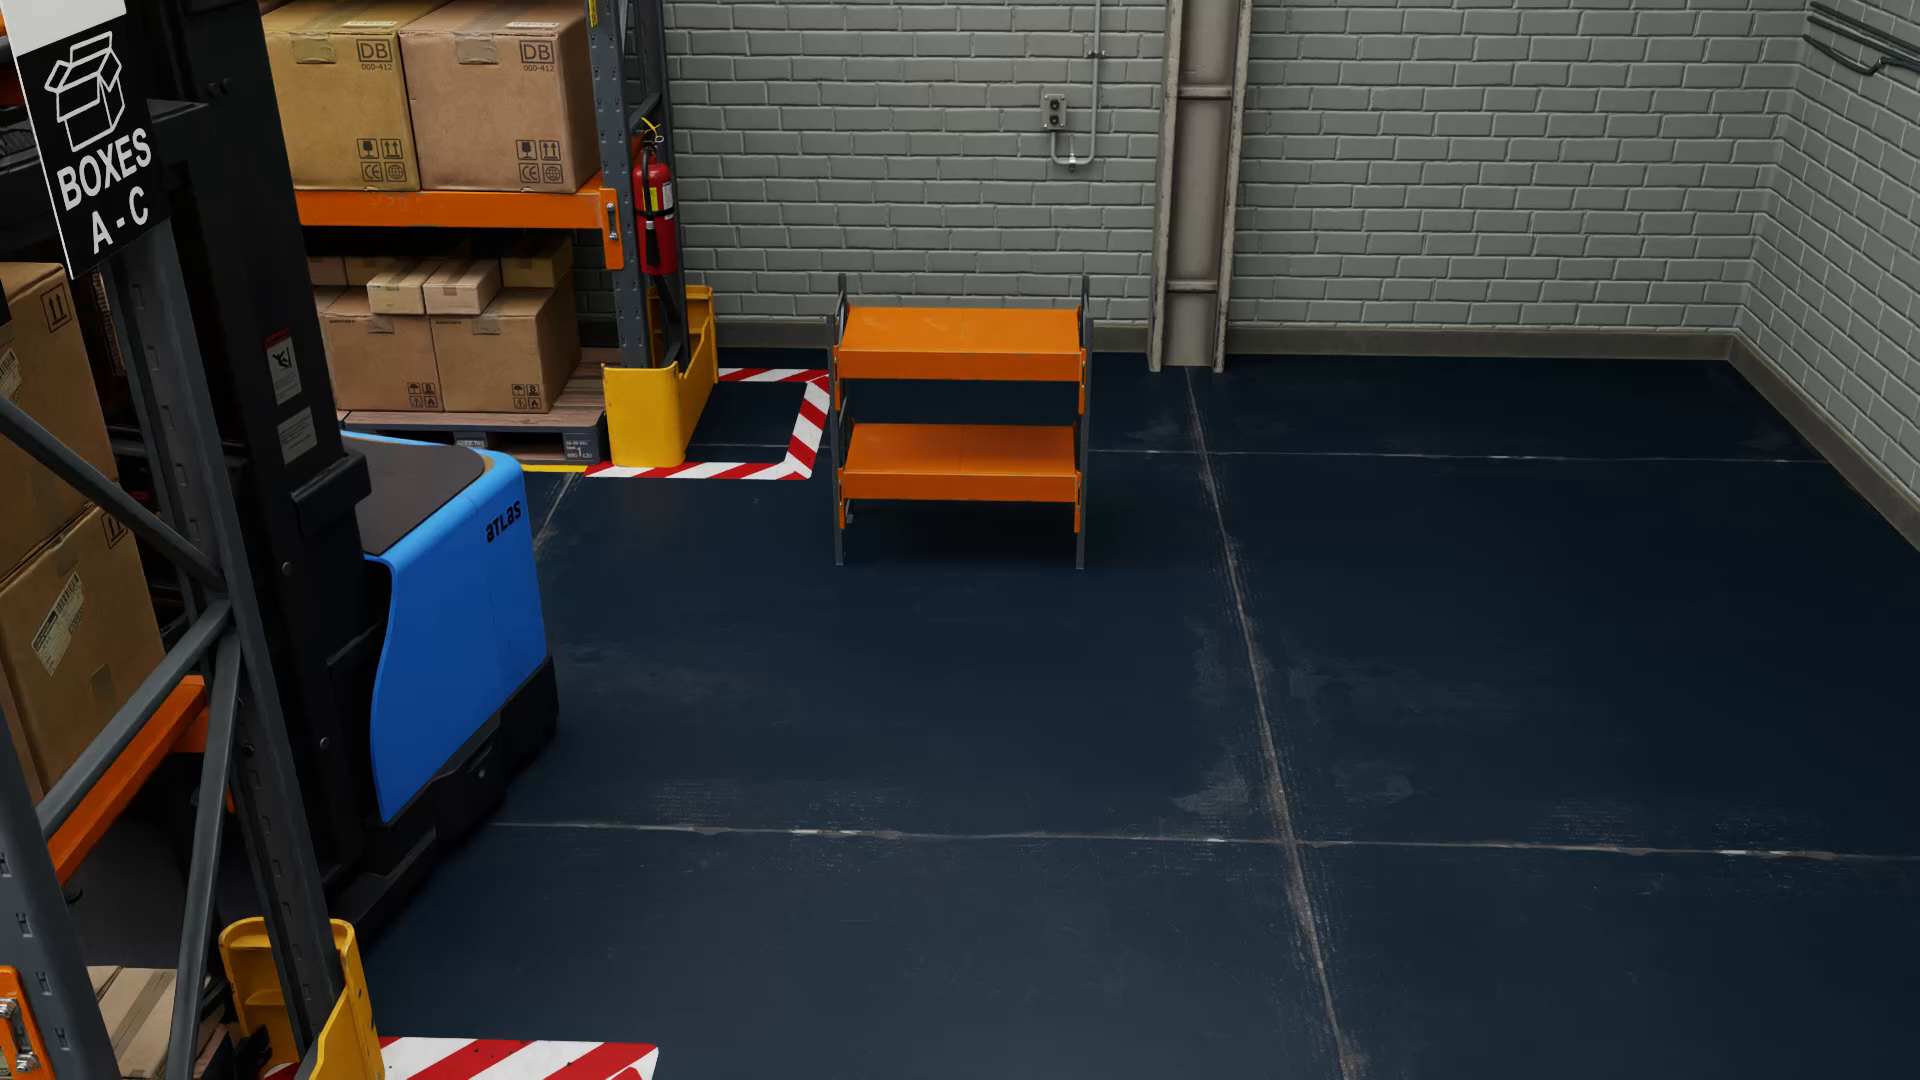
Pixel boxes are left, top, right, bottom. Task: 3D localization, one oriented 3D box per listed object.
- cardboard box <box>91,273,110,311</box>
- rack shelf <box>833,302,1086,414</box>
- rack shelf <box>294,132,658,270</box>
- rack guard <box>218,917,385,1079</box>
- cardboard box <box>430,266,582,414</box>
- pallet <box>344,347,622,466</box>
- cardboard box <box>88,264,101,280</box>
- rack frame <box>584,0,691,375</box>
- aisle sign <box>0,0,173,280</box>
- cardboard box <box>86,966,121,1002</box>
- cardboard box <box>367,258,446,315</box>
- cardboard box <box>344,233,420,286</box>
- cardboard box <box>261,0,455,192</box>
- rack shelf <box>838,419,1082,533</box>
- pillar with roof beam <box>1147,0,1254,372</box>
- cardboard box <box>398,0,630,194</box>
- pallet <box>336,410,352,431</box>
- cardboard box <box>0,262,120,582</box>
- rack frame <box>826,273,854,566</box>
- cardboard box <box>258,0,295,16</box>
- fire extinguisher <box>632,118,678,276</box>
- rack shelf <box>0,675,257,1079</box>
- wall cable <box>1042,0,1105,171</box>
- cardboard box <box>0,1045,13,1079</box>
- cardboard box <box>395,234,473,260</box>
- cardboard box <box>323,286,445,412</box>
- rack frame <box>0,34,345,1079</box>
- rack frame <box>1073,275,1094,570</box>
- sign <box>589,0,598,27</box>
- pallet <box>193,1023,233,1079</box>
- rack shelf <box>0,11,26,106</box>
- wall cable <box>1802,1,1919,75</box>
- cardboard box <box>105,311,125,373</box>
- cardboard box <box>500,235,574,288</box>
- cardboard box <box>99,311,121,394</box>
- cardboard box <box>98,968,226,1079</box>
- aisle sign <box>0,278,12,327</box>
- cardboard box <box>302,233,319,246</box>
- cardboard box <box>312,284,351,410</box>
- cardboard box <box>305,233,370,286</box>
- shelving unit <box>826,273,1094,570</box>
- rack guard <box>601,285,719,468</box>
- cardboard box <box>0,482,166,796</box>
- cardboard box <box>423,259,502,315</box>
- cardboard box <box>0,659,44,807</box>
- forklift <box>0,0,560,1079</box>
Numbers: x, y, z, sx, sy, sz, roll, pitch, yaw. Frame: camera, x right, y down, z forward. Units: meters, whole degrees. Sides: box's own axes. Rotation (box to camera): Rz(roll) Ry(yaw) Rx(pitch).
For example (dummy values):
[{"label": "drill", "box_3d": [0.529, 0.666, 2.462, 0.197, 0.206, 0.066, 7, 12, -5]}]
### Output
[{"label": "cardboard box", "box_3d": [-3.897, -1.217, 7.871, 0.250, 0.149, 0.380, 0, 28, 0]}, {"label": "rack shelf", "box_3d": [0.007, -0.755, 6.849, 1.000, 0.278, 0.538, 1, 28, 2]}, {"label": "rack shelf", "box_3d": [-3.499, -1.659, 7.944, 4.000, 0.370, 1.077, 1, 28, 2]}, {"label": "rack guard", "box_3d": [-1.747, 1.479, 3.927, 0.348, 0.500, 1.175, 1, 28, 2]}, {"label": "cardboard box", "box_3d": [-2.203, -0.989, 8.134, 0.500, 0.500, 0.700, 1, 28, 2]}, {"label": "pallet", "box_3d": [-2.302, -0.688, 8.322, 1.213, 0.211, 1.003, 1, 28, 2]}, {"label": "cardboard box", "box_3d": [-4.102, -1.400, 8.217, 0.250, 0.149, 0.380, 0, 28, 0]}, {"label": "rack frame", "box_3d": [-1.500, -1.943, 7.713, 0.127, 3.000, 1.000, 1, 28, 2]}, {"label": "aisle sign", "box_3d": [-1.593, -0.909, 2.987, 0.004, 0.787, 0.394, 1, 28, 2]}, {"label": "cardboard box", "box_3d": [-2.328, 1.261, 4.224, 0.250, 0.166, 0.380, 1, 28, 2]}, {"label": "cardboard box", "box_3d": [-2.594, -1.197, 7.832, 0.250, 0.149, 0.380, 2, 28, 3]}, {"label": "cardboard box", "box_3d": [-2.828, -1.380, 8.178, 0.250, 0.149, 0.380, 1, 28, 2]}, {"label": "cardboard box", "box_3d": [-2.738, -2.086, 7.663, 0.700, 0.700, 0.980, 1, 28, 1]}, {"label": "rack shelf", "box_3d": [0.007, -0.281, 7.101, 1.000, 0.278, 0.538, 1, 28, 2]}, {"label": "pillar with roof beam", "box_3d": [1.077, -2.939, 3.187, 0.400, 9.000, 9.100, 1, 28, 2]}, {"label": "cardboard box", "box_3d": [-2.010, -2.080, 7.650, 0.700, 0.700, 0.980, 2, 28, 4]}, {"label": "pallet", "box_3d": [-3.518, -0.709, 8.363, 1.213, 0.211, 1.003, 1, 28, 2]}, {"label": "cardboard box", "box_3d": [-2.105, -0.241, 3.328, 0.500, 0.500, 0.500, 2, 28, 3]}, {"label": "rack frame", "box_3d": [-0.501, -0.505, 7.002, 0.032, 1.125, 0.500, 1, 28, 2]}, {"label": "cardboard box", "box_3d": [-3.499, -2.103, 7.695, 0.700, 0.700, 0.980, 0, 28, -1]}, {"label": "fire extinguisher", "box_3d": [-1.366, -1.526, 7.407, 0.183, 0.674, 0.296, 1, 28, 2]}, {"label": "rack shelf", "box_3d": [-3.670, 0.660, 3.570, 4.000, 0.370, 1.077, 1, 28, 2]}, {"label": "wall cable", "box_3d": [-0.187, -2.814, 8.271, 1.851, 1.984, 0.084, 1, 28, 2]}, {"label": "cardboard box", "box_3d": [-2.223, 1.392, 3.621, 0.500, 0.500, 0.500, 1, 28, 2]}, {"label": "cardboard box", "box_3d": [-2.578, -1.375, 8.170, 0.250, 0.149, 0.380, 1, 28, 2]}, {"label": "cardboard box", "box_3d": [-2.703, -0.997, 8.149, 0.500, 0.500, 0.700, 1, 28, 2]}, {"label": "rack frame", "box_3d": [-1.671, 0.374, 3.342, 0.053, 2.616, 0.949, 1, 28, 2]}, {"label": "rack frame", "box_3d": [0.515, -0.488, 6.970, 0.032, 1.125, 0.500, 1, 28, 2]}, {"label": "sign", "box_3d": [-1.533, -2.306, 6.908, 0.005, 0.325, 0.100, 1, 28, 2]}, {"label": "pallet", "box_3d": [-2.544, 1.594, 4.019, 1.213, 0.211, 1.003, 1, 28, 2]}, {"label": "rack shelf", "box_3d": [-3.670, -0.665, 2.867, 4.000, 0.370, 1.077, 1, 28, 2]}, {"label": "wall cable", "box_3d": [4.140, -2.961, 6.544, 0.112, 2.526, 3.097, 1, 28, 2]}, {"label": "cardboard box", "box_3d": [-3.739, -1.011, 8.175, 0.500, 0.500, 0.700, 2, 28, 3]}, {"label": "cardboard box", "box_3d": [-2.071, -1.367, 8.155, 0.250, 0.149, 0.380, 1, 28, 2]}, {"label": "cardboard box", "box_3d": [-4.252, -1.020, 8.193, 0.500, 0.500, 0.700, 1, 28, 1]}, {"label": "cardboard box", "box_3d": [-2.078, 1.273, 4.220, 0.250, 0.149, 0.380, 1, 28, 2]}, {"label": "aisle sign", "box_3d": [-1.614, -0.629, 2.458, 0.004, 0.787, 0.394, 1, 28, 2]}, {"label": "cardboard box", "box_3d": [-3.338, -1.387, 8.193, 0.250, 0.149, 0.380, 1, 28, 2]}, {"label": "cardboard box", "box_3d": [-3.206, -1.005, 8.165, 0.500, 0.500, 0.700, 0, 28, 0]}, {"label": "cardboard box", "box_3d": [-3.082, -1.384, 8.185, 0.250, 0.149, 0.380, 1, 28, 3]}, {"label": "shelving unit", "box_3d": [0.007, -0.497, 6.986, 1.048, 1.125, 0.538, 1, 28, 2]}, {"label": "rack guard", "box_3d": [-1.476, -0.838, 8.298, 0.348, 0.500, 1.175, 1, 28, 2]}, {"label": "cardboard box", "box_3d": [-2.105, 0.201, 3.562, 0.500, 0.500, 0.500, 2, 28, 3]}, {"label": "cardboard box", "box_3d": [-2.338, -1.193, 7.825, 0.250, 0.149, 0.380, 1, 28, 1]}, {"label": "cardboard box", "box_3d": [-2.129, 0.451, 3.089, 0.500, 0.500, 0.500, 2, 28, 3]}, {"label": "forklift", "box_3d": [-2.337, -0.036, 4.188, 1.130, 2.935, 3.031, 8, 29, 15]}]
